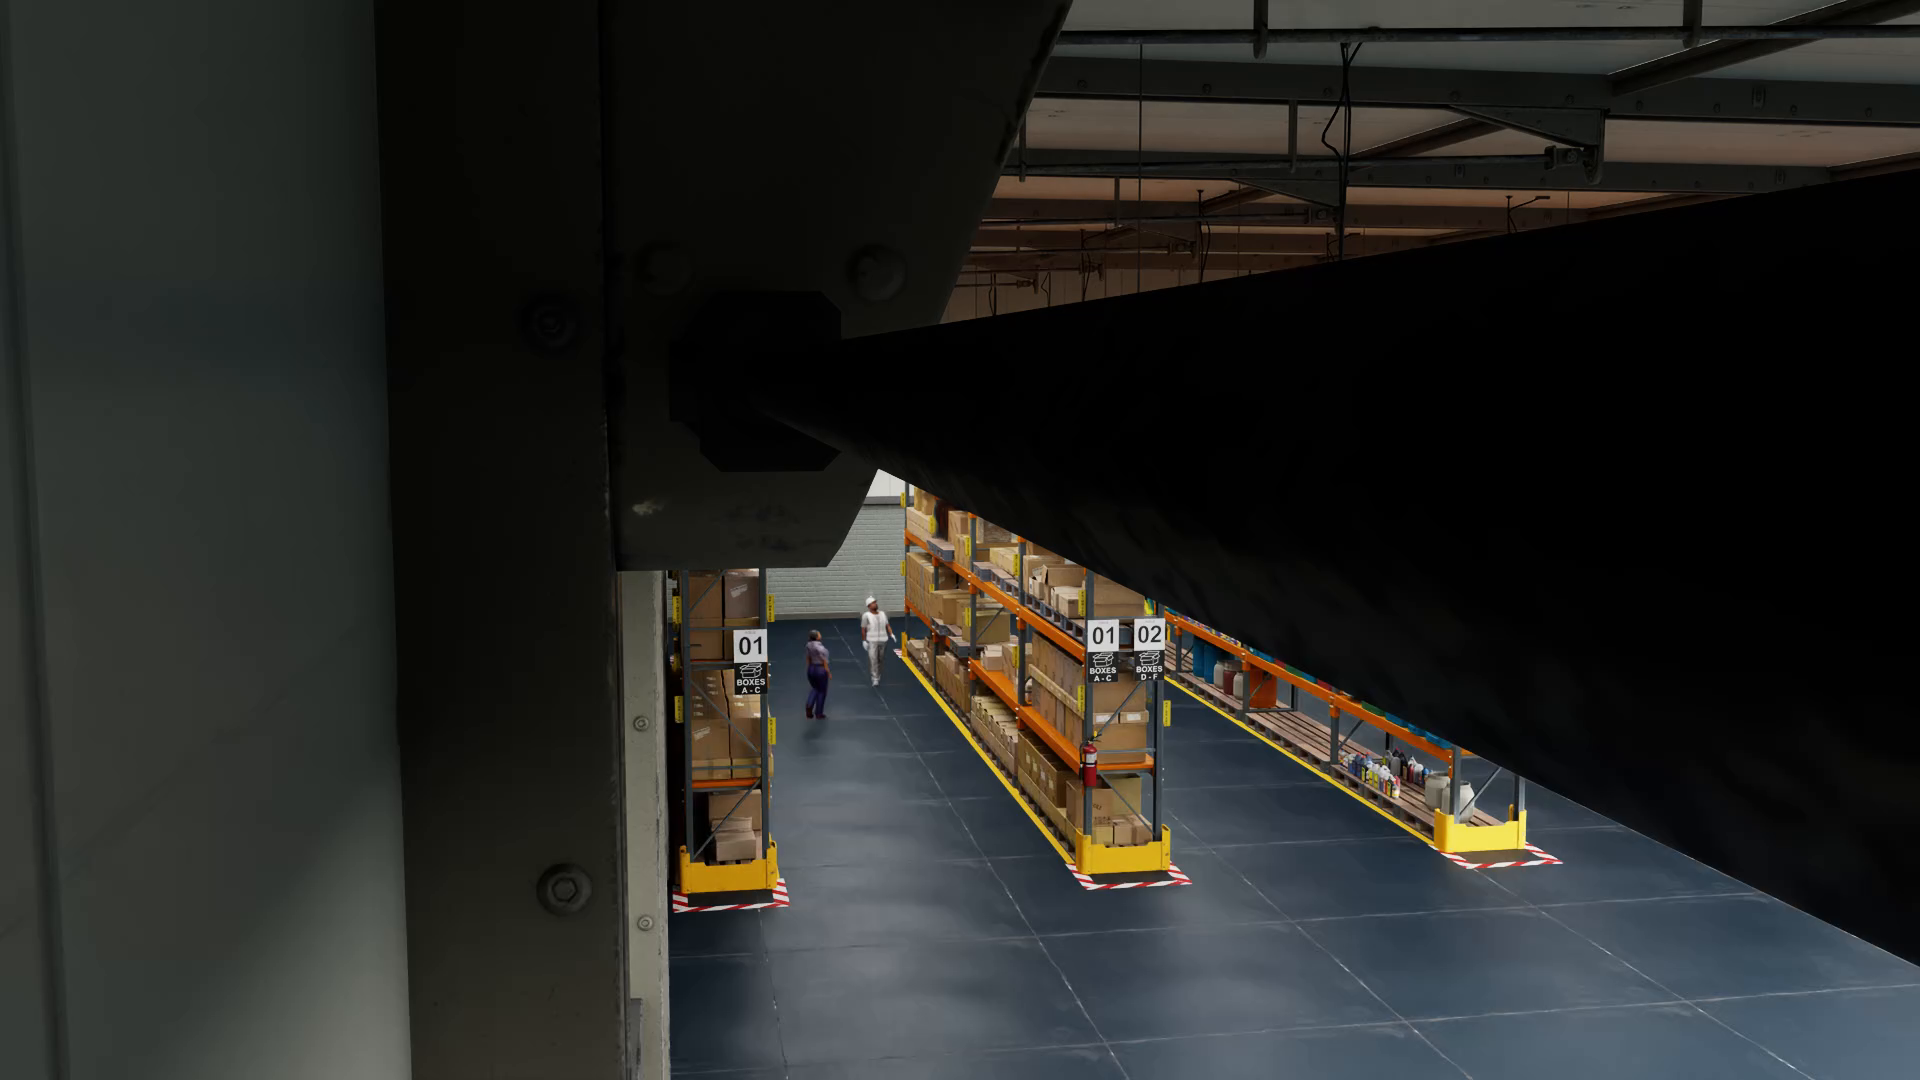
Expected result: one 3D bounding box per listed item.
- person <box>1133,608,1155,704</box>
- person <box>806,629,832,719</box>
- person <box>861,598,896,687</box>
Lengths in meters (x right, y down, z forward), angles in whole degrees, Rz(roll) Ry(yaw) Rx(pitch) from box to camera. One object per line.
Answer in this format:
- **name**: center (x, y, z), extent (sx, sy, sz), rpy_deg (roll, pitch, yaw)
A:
- **person**: center (3.448, 2.158, 31.135), extent (0.424, 1.768, 0.622), rpy_deg (-3, 7, -29)
- **person**: center (-2.545, 2.409, 29.913), extent (0.501, 1.636, 0.454), rpy_deg (4, 7, 32)
- **person**: center (-1.605, 2.002, 32.780), extent (0.668, 1.696, 1.054), rpy_deg (-1, 6, -12)
